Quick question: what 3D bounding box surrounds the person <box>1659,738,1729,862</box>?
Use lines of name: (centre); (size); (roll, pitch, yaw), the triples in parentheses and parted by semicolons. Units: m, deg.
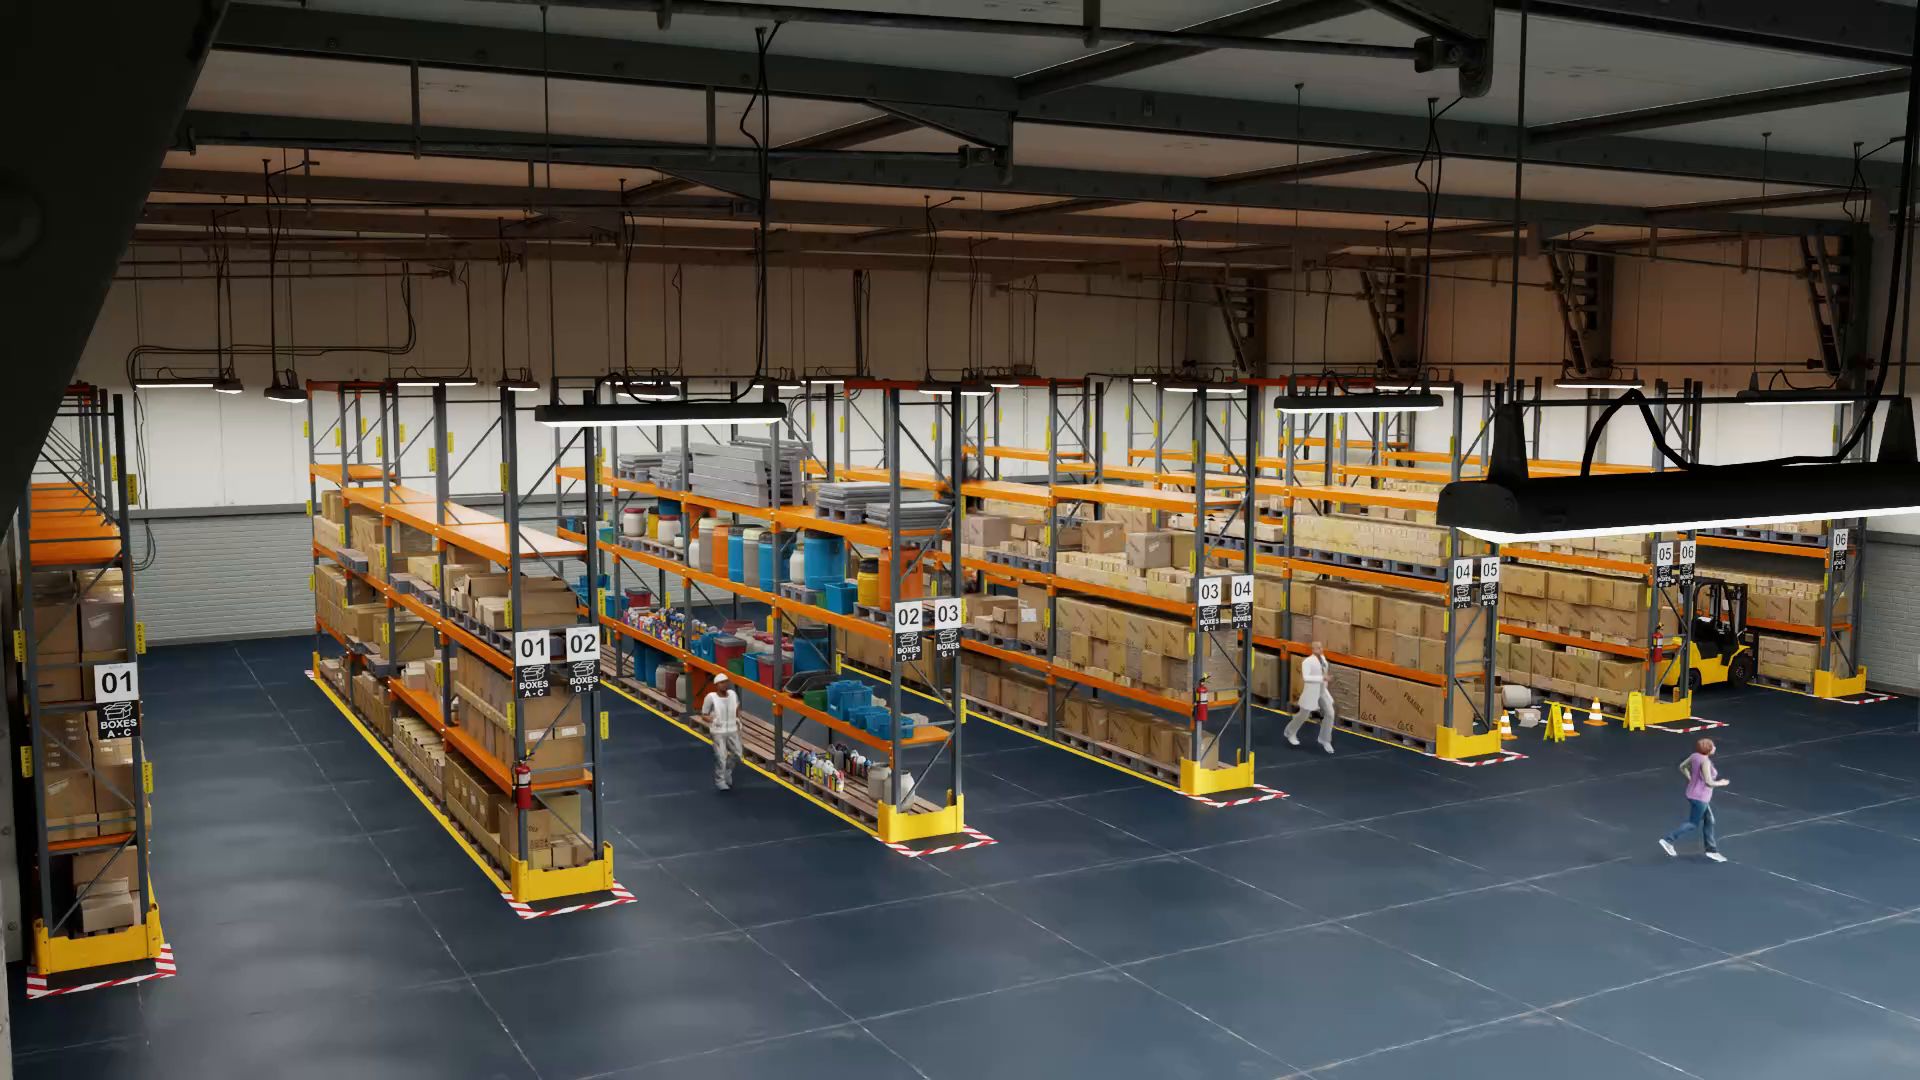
person: (9.321, 3.296, 21.103); (0.886, 1.606, 0.551); (1, 6, 6)

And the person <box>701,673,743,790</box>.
person: (-3.465, 2.843, 24.595); (0.669, 1.737, 0.589); (-4, 7, -31)

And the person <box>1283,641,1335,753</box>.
person: (5.797, 2.551, 27.307); (0.731, 1.836, 0.988); (-4, 7, -35)

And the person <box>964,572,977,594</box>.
person: (0.170, 1.516, 37.795); (0.697, 1.681, 1.013); (-4, 7, -33)
